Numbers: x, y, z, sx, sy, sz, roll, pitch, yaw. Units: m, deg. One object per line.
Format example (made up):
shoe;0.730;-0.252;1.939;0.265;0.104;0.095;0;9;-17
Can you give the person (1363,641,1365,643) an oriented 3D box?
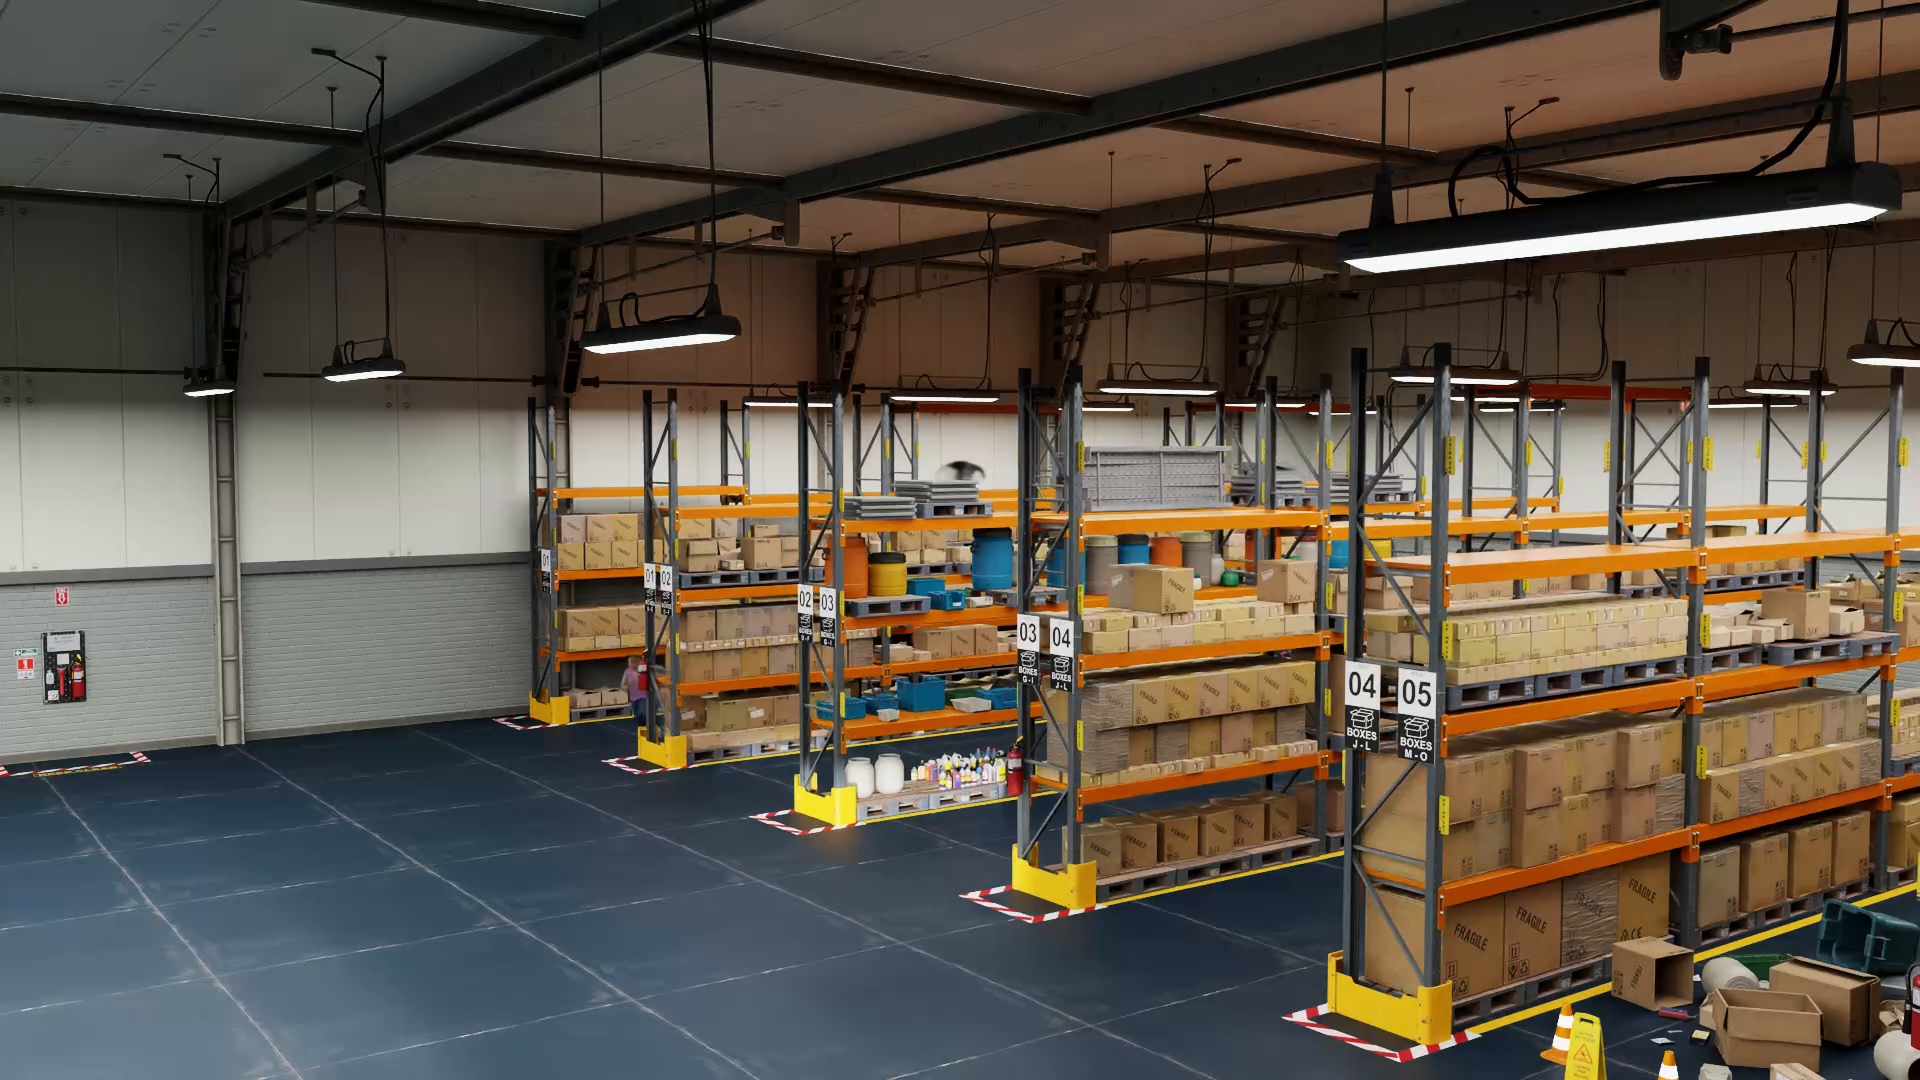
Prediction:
person;8.970;2.178;36.970;0.549;1.701;0.778;-1;3;-9

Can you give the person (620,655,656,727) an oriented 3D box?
person;-5.497;2.716;28.468;0.535;1.520;0.893;1;3;14
